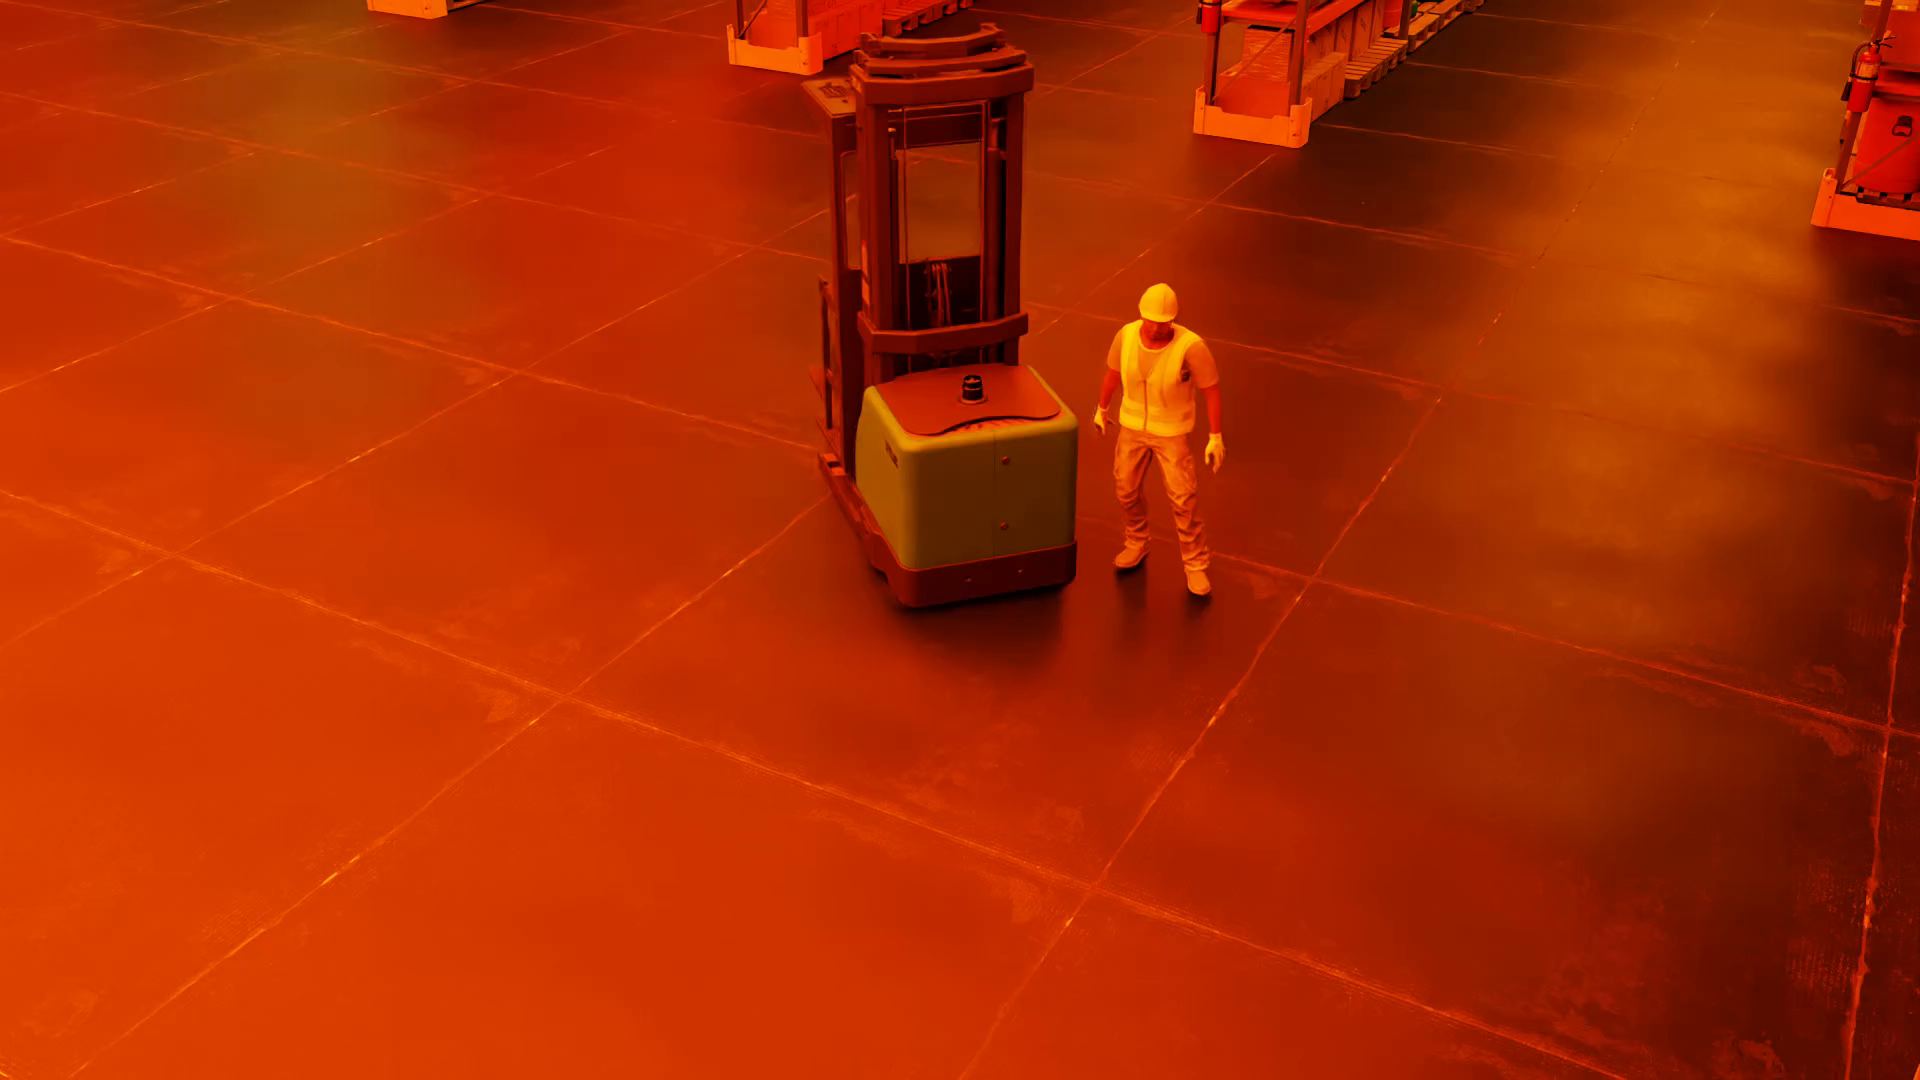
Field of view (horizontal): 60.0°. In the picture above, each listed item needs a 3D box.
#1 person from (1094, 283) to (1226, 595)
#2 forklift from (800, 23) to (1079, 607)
[{"bbox_3d":[1.095,-0.602,9.216,0.851,1.751,0.424,16,34,26],"label":"person"},{"bbox_3d":[-0.275,-1.620,9.877,1.130,2.935,3.031,-9,31,-15],"label":"forklift"}]
